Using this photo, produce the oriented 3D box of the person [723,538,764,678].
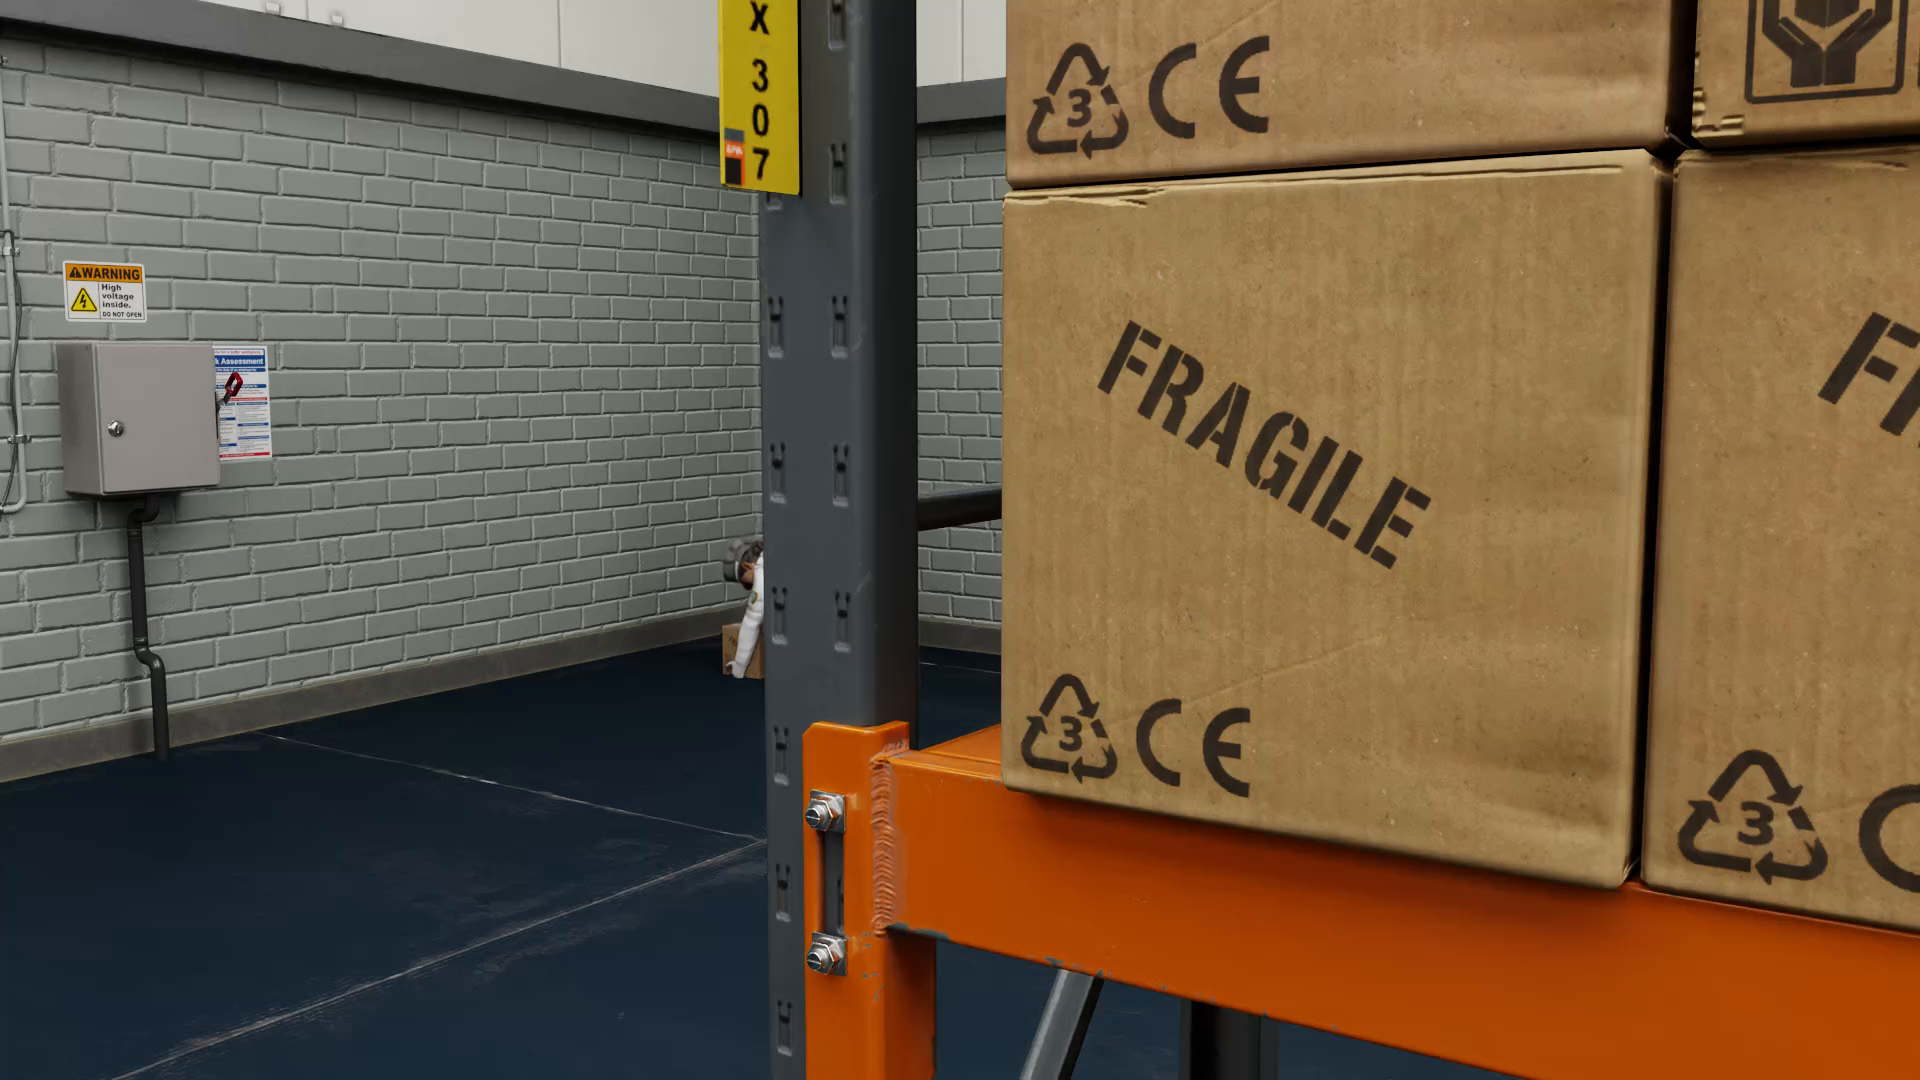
[{"bbox_3d":[-0.808,0.321,8.496,0.894,0.833,0.468,4,8,31],"label":"person"}]
